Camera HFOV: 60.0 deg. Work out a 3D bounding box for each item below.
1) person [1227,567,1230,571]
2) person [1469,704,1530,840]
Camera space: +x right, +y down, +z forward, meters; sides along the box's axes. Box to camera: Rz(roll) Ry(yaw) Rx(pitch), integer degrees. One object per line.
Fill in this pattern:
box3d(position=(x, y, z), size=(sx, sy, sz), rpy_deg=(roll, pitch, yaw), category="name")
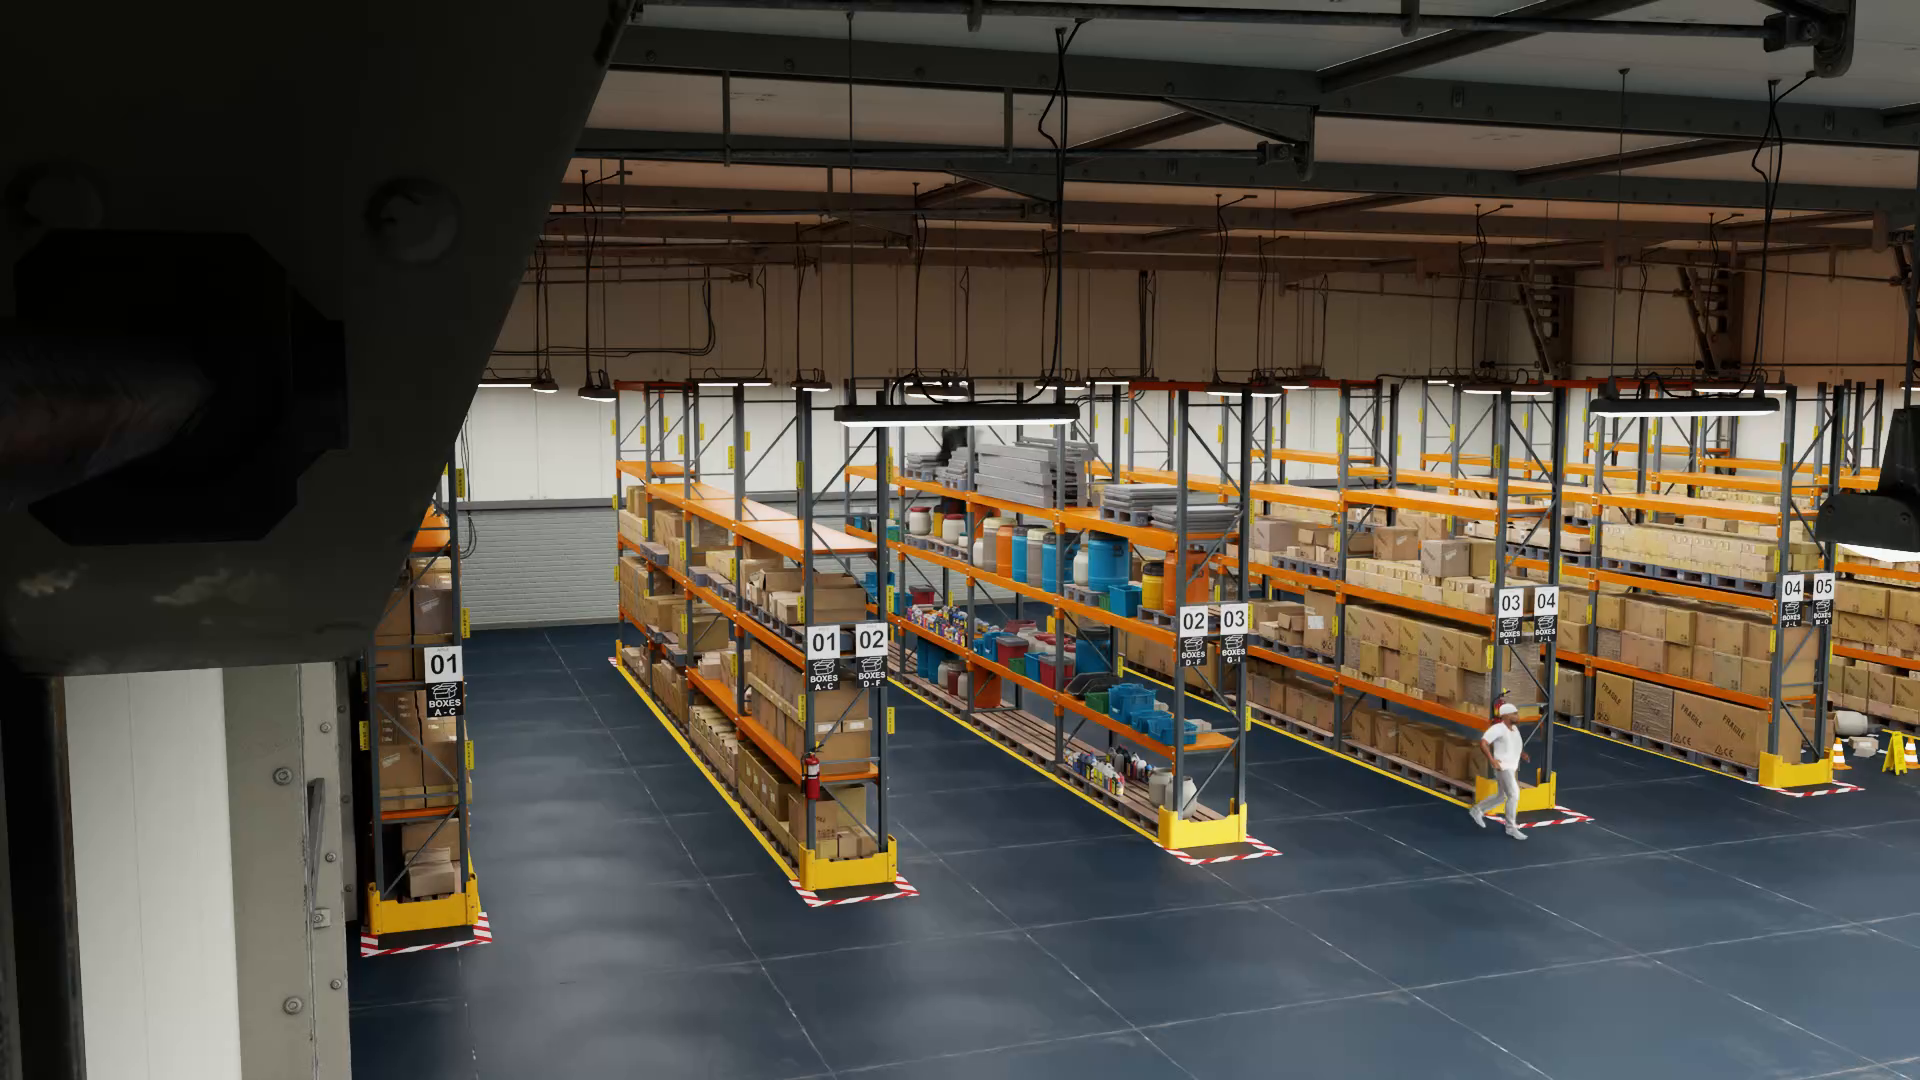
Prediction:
box3d(position=(6.064, 1.451, 38.402), size=(0.707, 1.681, 0.591), rpy_deg=(-2, 7, -22), category="person")
box3d(position=(7.355, 3.089, 22.493), size=(0.841, 1.762, 0.726), rpy_deg=(5, 8, 37), category="person")
